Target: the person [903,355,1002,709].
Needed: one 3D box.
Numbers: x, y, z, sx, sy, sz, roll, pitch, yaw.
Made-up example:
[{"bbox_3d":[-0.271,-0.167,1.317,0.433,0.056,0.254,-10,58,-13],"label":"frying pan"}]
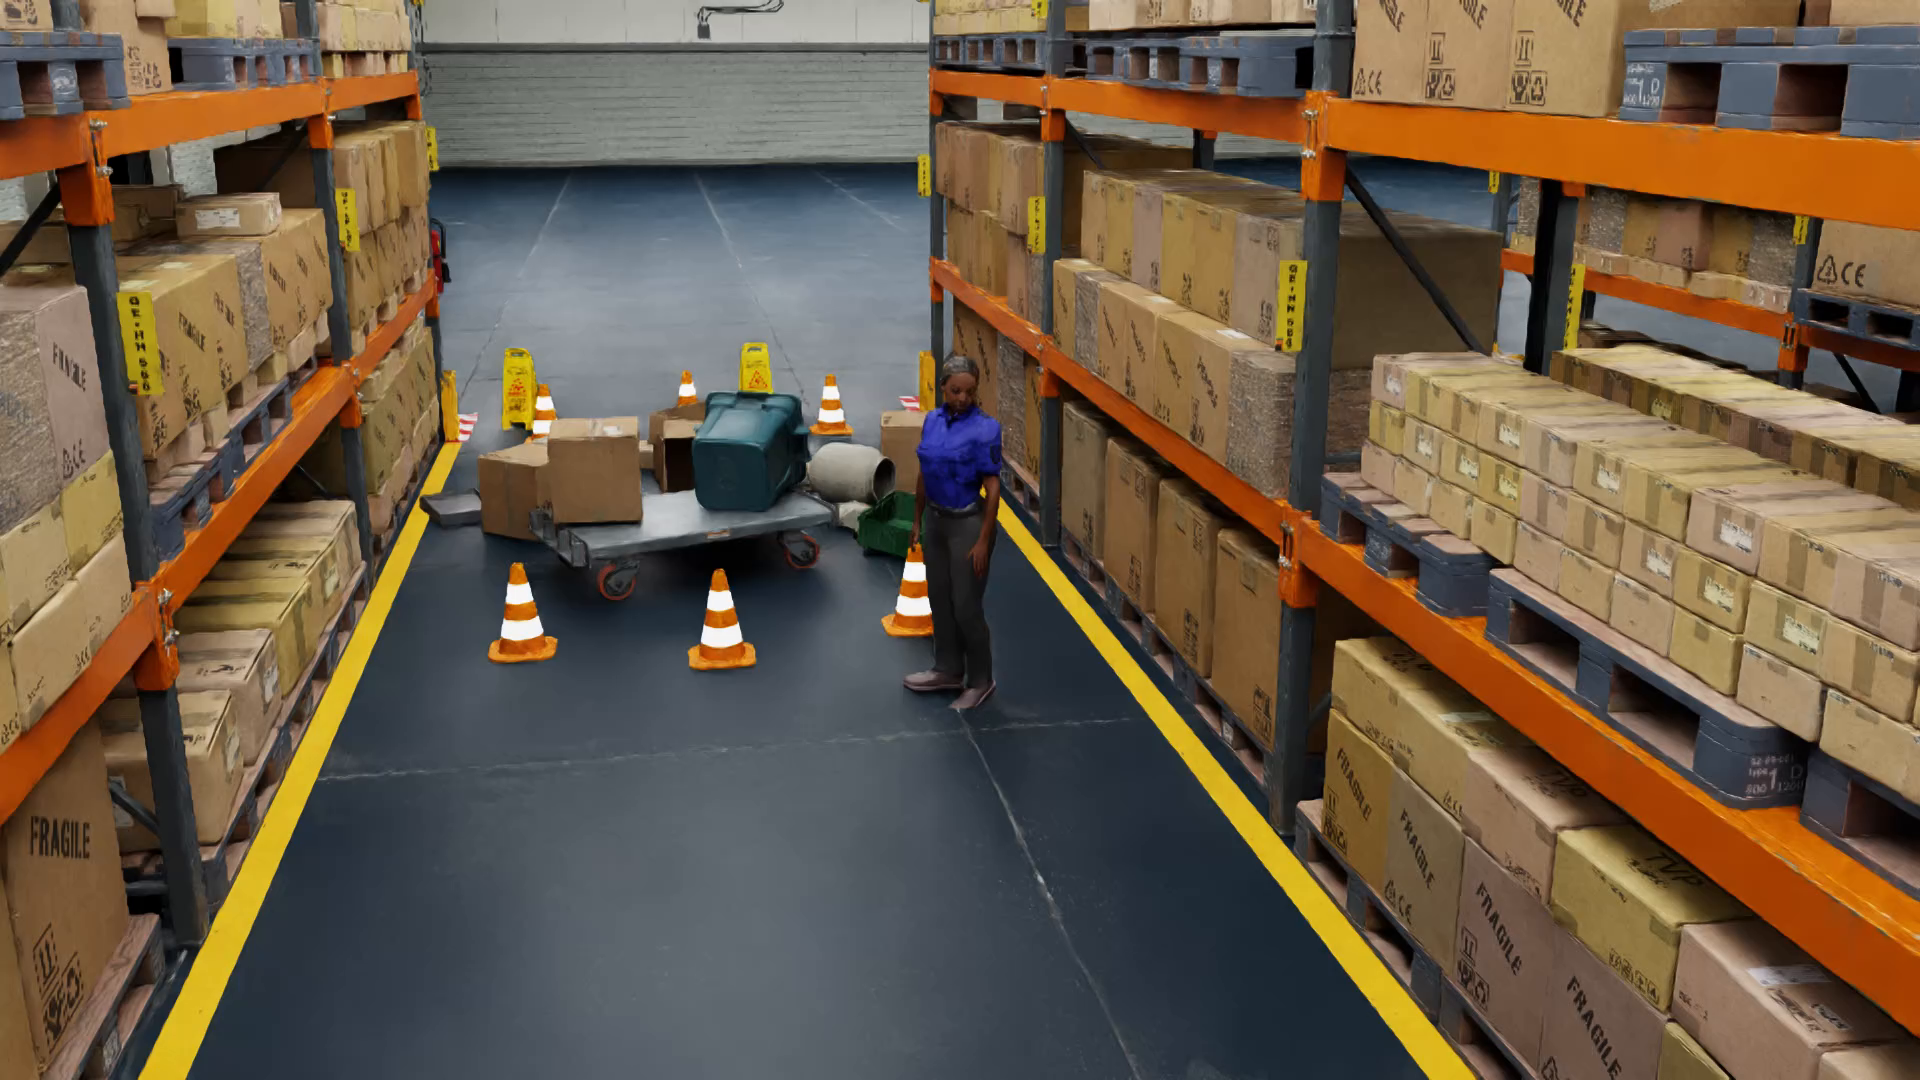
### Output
[{"bbox_3d":[-0.019,-0.021,7.674,0.351,1.704,0.540,-14,21,-39],"label":"person"}]
